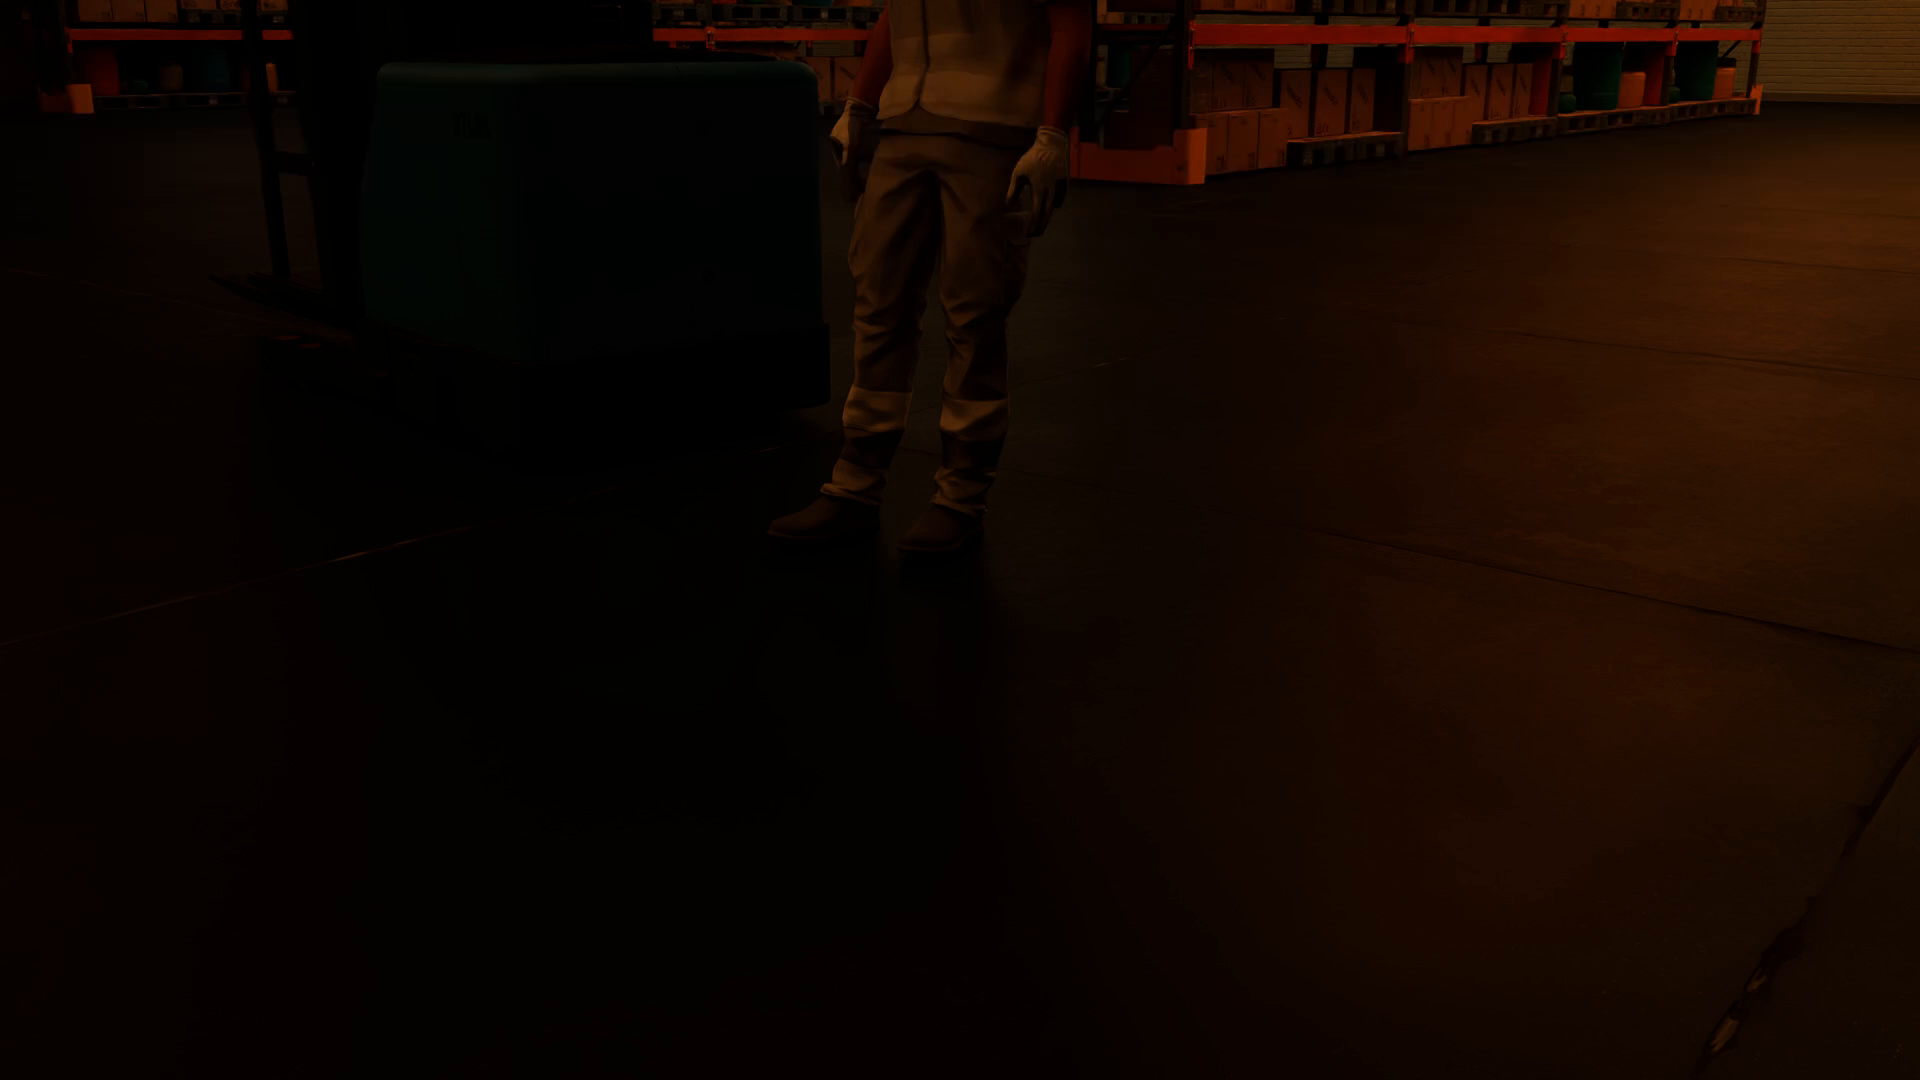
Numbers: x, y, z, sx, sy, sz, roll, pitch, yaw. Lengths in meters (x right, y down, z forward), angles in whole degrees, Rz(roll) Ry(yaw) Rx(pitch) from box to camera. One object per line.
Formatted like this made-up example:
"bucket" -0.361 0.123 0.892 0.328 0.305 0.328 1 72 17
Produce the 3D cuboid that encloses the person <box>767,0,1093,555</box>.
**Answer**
"person" -0.060 -0.847 3.627 0.638 1.789 0.562 13 21 37

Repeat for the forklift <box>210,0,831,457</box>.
"forklift" -1.752 -1.987 5.442 1.130 2.935 3.031 -15 22 -40
